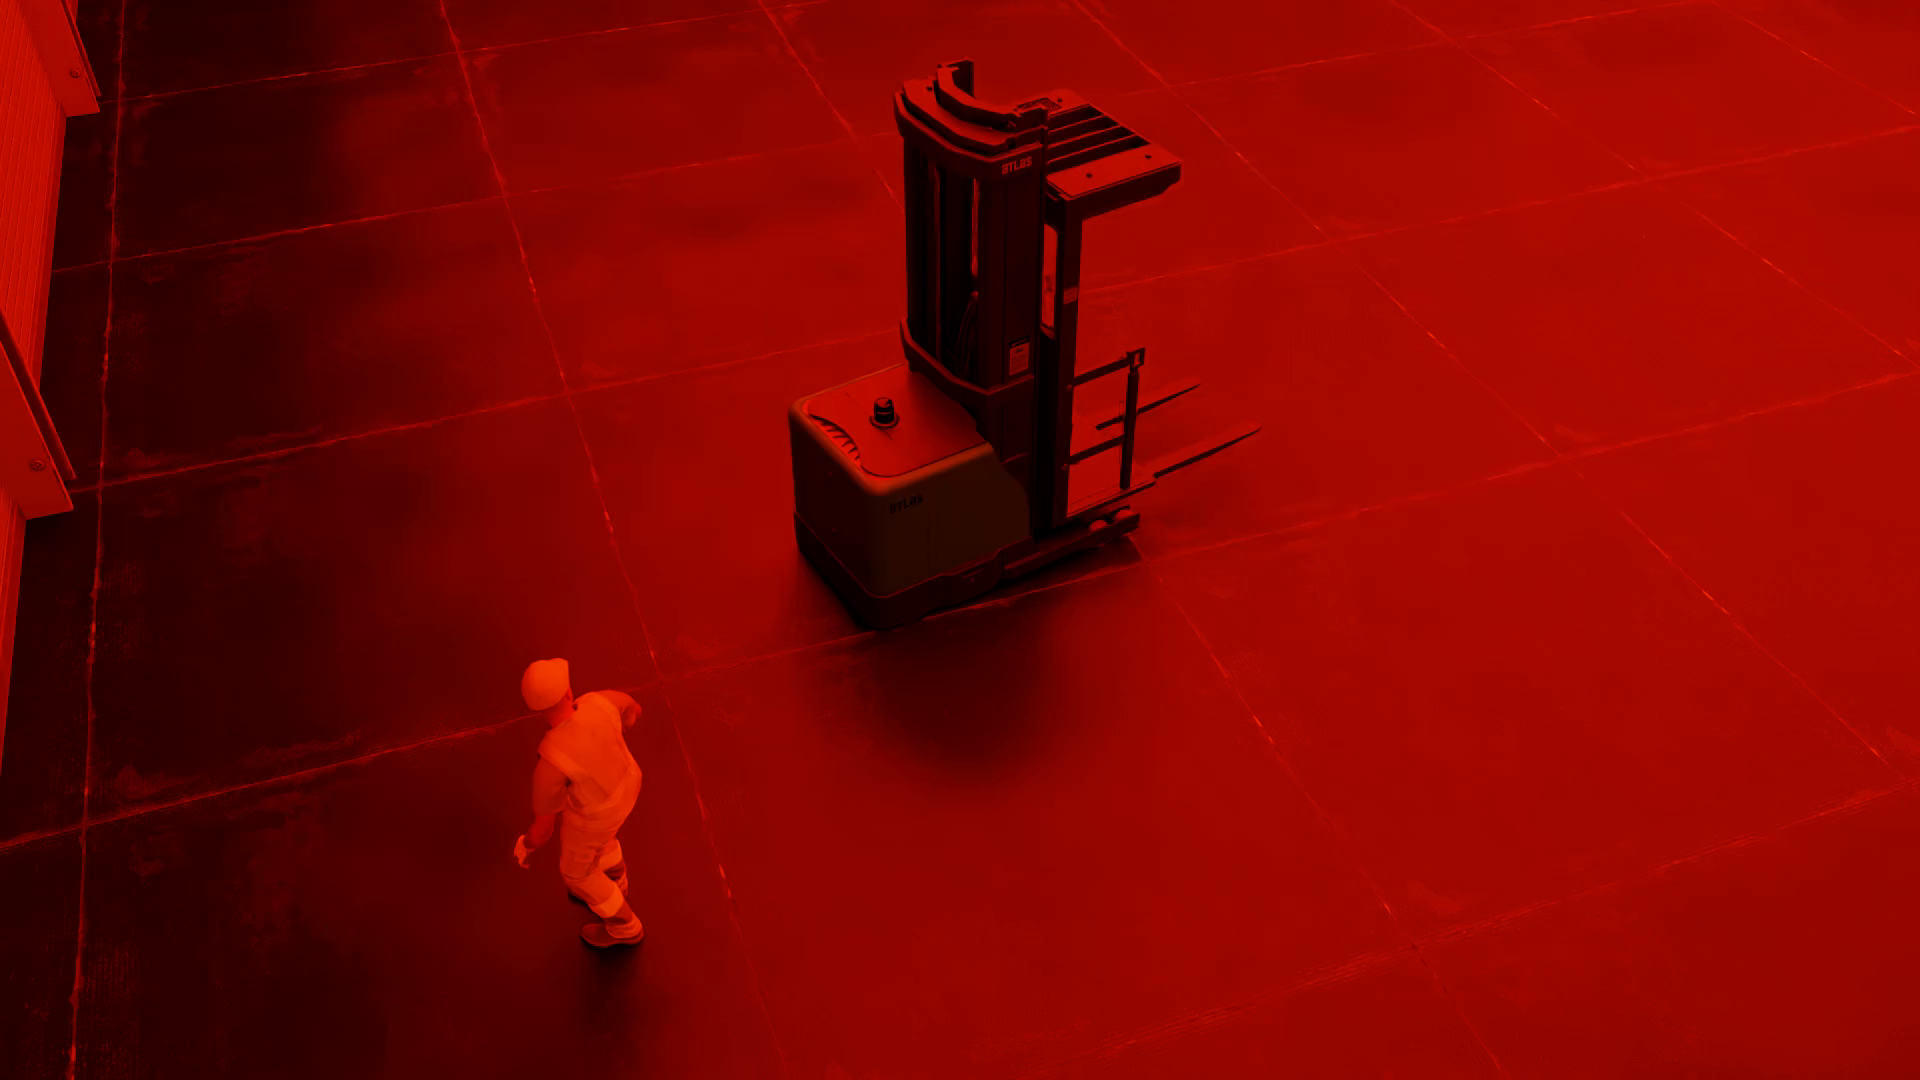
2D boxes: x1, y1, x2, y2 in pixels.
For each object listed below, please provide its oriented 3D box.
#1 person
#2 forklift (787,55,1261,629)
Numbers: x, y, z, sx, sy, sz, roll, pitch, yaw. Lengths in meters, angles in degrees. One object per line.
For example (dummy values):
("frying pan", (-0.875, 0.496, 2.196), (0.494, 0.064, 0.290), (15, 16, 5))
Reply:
("person", (-1.725, 1.192, 7.510), (0.512, 1.741, 0.740), (12, 41, 14))
("forklift", (0.509, -1.343, 9.596), (3.031, 2.935, 1.130), (-23, 45, -25))
